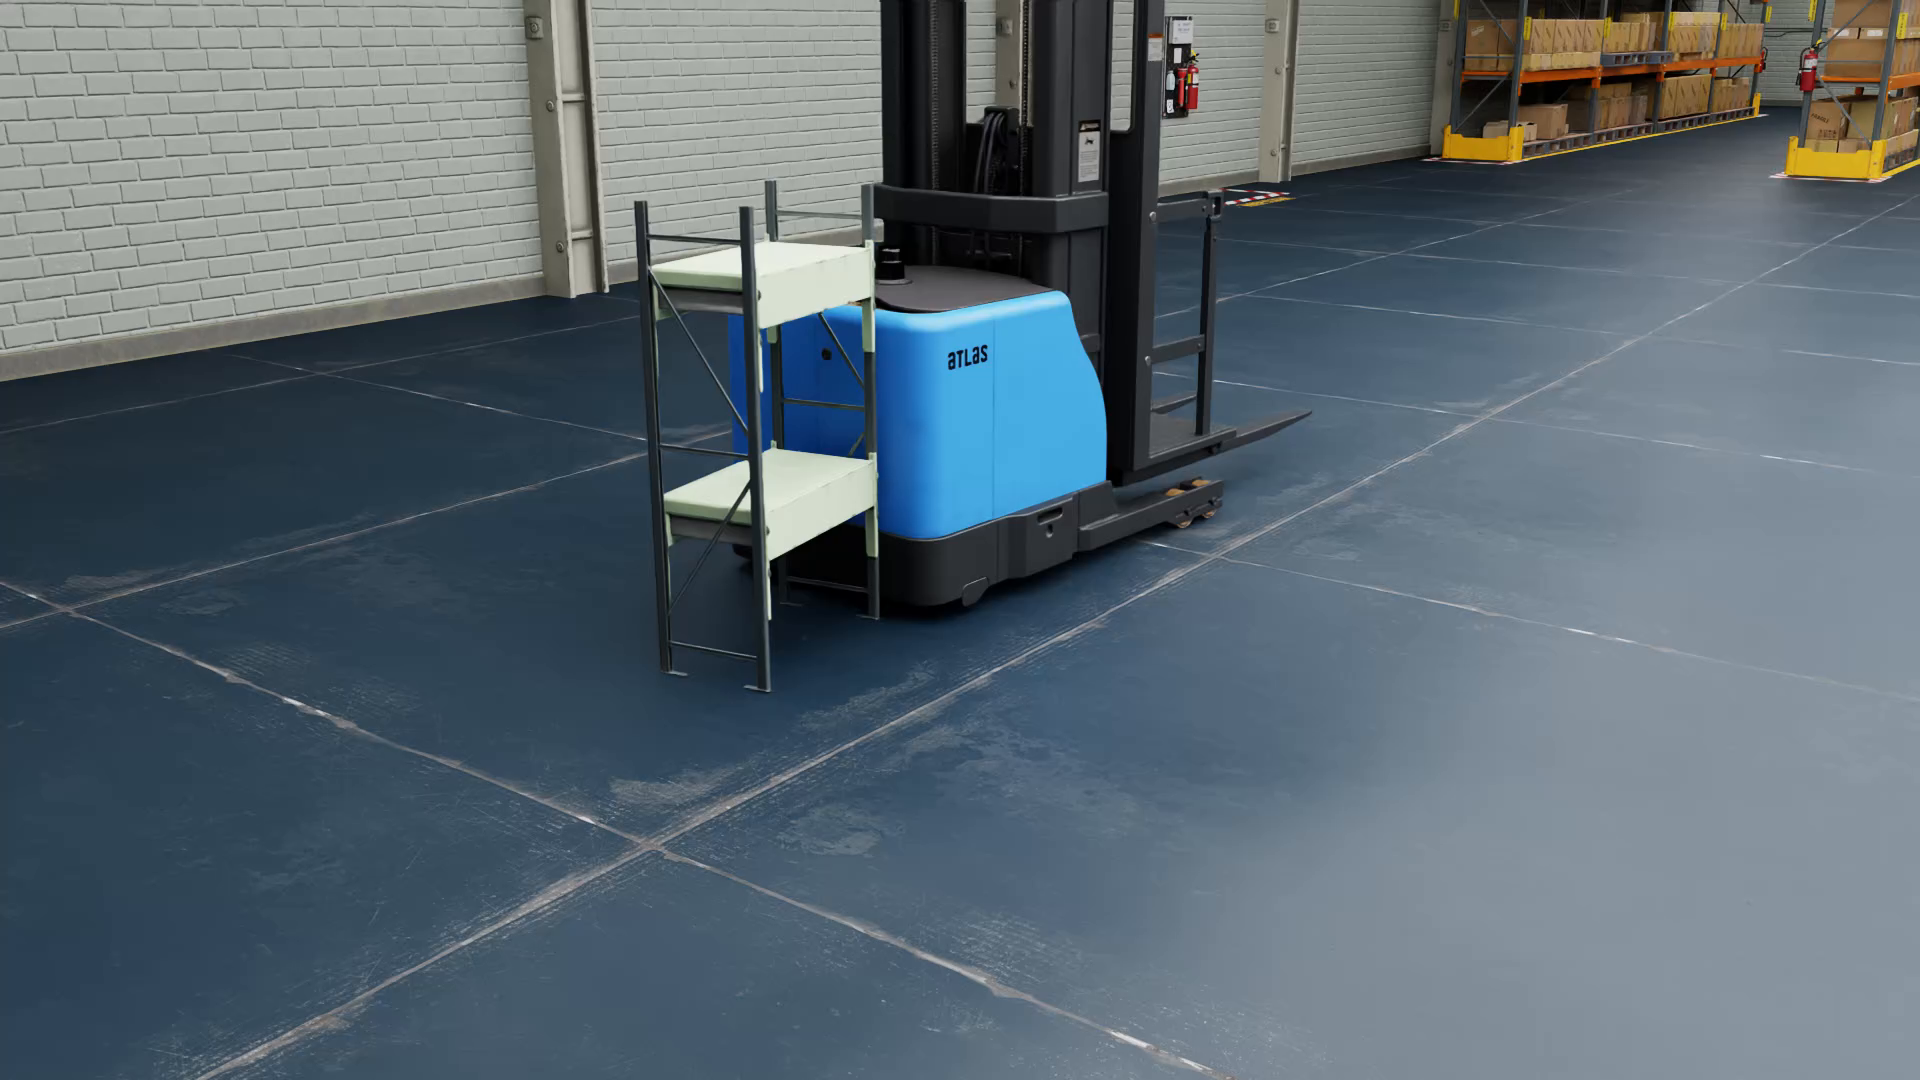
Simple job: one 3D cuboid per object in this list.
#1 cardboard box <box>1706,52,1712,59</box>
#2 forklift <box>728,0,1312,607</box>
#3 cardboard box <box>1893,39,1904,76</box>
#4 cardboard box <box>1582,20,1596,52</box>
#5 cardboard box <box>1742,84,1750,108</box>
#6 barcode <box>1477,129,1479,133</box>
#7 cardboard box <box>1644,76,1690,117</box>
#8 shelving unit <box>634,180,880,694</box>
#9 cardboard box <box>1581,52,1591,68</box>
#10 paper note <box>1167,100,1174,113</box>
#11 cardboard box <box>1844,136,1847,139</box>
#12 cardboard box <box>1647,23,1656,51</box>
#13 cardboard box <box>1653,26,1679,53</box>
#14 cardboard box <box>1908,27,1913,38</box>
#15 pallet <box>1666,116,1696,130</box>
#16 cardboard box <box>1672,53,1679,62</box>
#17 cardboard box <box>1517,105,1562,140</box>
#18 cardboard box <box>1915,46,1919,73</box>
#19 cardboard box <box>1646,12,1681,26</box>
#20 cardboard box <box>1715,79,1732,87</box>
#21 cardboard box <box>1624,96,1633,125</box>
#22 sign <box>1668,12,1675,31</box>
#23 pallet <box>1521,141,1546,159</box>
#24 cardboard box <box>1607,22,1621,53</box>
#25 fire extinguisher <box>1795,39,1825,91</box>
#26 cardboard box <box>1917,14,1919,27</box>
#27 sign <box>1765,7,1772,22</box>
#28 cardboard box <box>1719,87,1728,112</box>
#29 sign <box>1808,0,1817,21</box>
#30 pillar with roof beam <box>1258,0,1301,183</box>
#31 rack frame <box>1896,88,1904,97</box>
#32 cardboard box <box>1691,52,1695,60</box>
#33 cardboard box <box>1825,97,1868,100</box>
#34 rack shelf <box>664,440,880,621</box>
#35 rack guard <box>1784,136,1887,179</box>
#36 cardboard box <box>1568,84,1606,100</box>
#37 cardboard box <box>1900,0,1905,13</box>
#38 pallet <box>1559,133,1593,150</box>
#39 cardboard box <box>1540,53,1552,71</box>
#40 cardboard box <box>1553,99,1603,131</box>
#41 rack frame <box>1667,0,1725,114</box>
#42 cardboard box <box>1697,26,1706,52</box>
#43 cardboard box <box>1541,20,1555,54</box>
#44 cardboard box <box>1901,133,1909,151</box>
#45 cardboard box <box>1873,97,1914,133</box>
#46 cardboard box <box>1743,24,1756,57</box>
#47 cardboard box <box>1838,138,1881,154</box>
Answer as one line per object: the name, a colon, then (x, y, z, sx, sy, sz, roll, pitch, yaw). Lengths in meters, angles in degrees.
cardboard box: (15.071, -9.872, 33.865, 0.380, 0.149, 0.250, 13, 21, 36)
forklift: (0.466, -1.532, 6.734, 1.130, 2.935, 3.031, 14, 22, 38)
cardboard box: (12.905, -6.844, 23.557, 0.700, 0.500, 0.500, 13, 21, 35)
cardboard box: (10.084, -8.281, 27.306, 0.500, 0.500, 0.500, 12, 21, 34)
cardboard box: (17.223, -9.952, 37.240, 0.700, 0.500, 0.500, 12, 21, 35)
barcode: (8.201, -6.473, 26.307, 0.001, 0.075, 0.075, 12, 21, 35)
cardboard box: (13.864, -8.758, 32.804, 0.750, 0.750, 0.750, 12, 21, 34)
shelving unit: (-0.622, -0.361, 5.377, 0.431, 1.500, 0.755, 8, 19, 24)
cardboard box: (10.068, -7.926, 27.428, 0.500, 0.250, 0.500, 13, 21, 35)
paper note: (2.510, -5.177, 19.842, 0.016, 0.148, 0.142, 12, 21, 35)
cardboard box: (12.378, -5.633, 23.754, 0.500, 0.250, 0.500, 12, 21, 35)
cardboard box: (12.522, -9.368, 30.944, 0.700, 0.500, 0.500, 10, 20, 28)
cardboard box: (13.288, -9.494, 31.555, 0.500, 0.500, 0.500, 13, 22, 36)
cardboard box: (13.331, -7.223, 23.684, 0.380, 0.149, 0.250, 13, 21, 35)
pallet: (14.051, -8.356, 33.297, 1.003, 0.211, 1.213, 12, 21, 35)
cardboard box: (13.559, -9.258, 31.889, 0.380, 0.149, 0.250, 13, 22, 36)
cardboard box: (9.328, -6.786, 27.011, 0.700, 0.500, 0.500, 11, 20, 31)
cardboard box: (14.131, -7.338, 25.147, 0.700, 0.500, 0.500, 12, 21, 33)
cardboard box: (13.288, -9.851, 31.440, 0.500, 0.250, 0.500, 13, 22, 36)
cardboard box: (16.366, -9.827, 35.745, 0.380, 0.149, 0.250, 12, 21, 33)
cardboard box: (12.006, -7.958, 30.785, 0.700, 0.500, 0.500, 12, 21, 35)
sign: (13.235, -9.646, 30.929, 0.100, 0.325, 0.005, 12, 21, 35)
pallet: (8.585, -6.193, 26.329, 1.003, 0.211, 1.213, 12, 21, 35)
cardboard box: (11.080, -8.777, 29.038, 0.700, 0.500, 0.500, 15, 23, 40)
fire extinguisher: (11.564, -6.461, 22.623, 0.296, 0.674, 0.183, 12, 21, 35)
cardboard box: (13.831, -7.837, 24.567, 0.700, 0.500, 0.500, 12, 21, 35)
sign: (17.988, -11.697, 37.000, 0.100, 0.325, 0.005, 12, 21, 35)
cardboard box: (16.007, -9.463, 35.665, 0.700, 0.500, 0.500, 12, 21, 34)
sign: (11.580, -7.210, 22.551, 0.100, 0.325, 0.005, 12, 21, 35)
pillar with roof beam: (7.632, -8.314, 18.342, 9.100, 9.000, 0.400, 12, 21, 35)
rack frame: (16.774, -8.350, 28.574, 1.000, 3.000, 0.127, 12, 21, 35)
cardboard box: (14.411, -9.641, 33.122, 0.380, 0.149, 0.250, 12, 21, 33)
cardboard box: (12.971, -6.230, 24.411, 0.500, 0.500, 0.500, 12, 21, 35)
rack shelf: (-0.622, -0.050, 5.474, 0.431, 0.370, 0.720, 8, 19, 24)
rack guard: (11.993, -5.245, 22.791, 1.175, 0.500, 0.348, 12, 21, 35)
cardboard box: (11.095, -7.930, 29.430, 0.500, 0.250, 0.500, 12, 21, 34)
cardboard box: (12.636, -7.360, 23.029, 0.700, 0.500, 0.500, 12, 21, 33)
pallet: (10.038, -6.774, 28.200, 1.003, 0.211, 1.213, 12, 21, 35)
cardboard box: (8.871, -7.443, 25.873, 0.500, 0.250, 0.500, 12, 21, 33)
cardboard box: (10.835, -7.466, 29.202, 0.700, 0.500, 0.500, 13, 22, 37)
rack frame: (15.177, -10.177, 34.458, 1.000, 3.000, 0.127, 12, 21, 35)
cardboard box: (14.502, -9.981, 33.121, 0.500, 0.500, 0.500, 12, 21, 35)
cardboard box: (8.855, -7.792, 25.731, 0.500, 0.500, 0.500, 12, 21, 35)
cardboard box: (13.698, -5.896, 24.602, 0.500, 0.250, 0.500, 12, 21, 35)
cardboard box: (13.688, -6.257, 24.498, 0.500, 0.500, 0.500, 12, 21, 35)
cardboard box: (16.840, -10.975, 36.520, 0.980, 0.700, 0.700, 12, 21, 34)
cardboard box: (12.506, -5.420, 23.069, 0.500, 0.250, 0.500, 12, 21, 35)
